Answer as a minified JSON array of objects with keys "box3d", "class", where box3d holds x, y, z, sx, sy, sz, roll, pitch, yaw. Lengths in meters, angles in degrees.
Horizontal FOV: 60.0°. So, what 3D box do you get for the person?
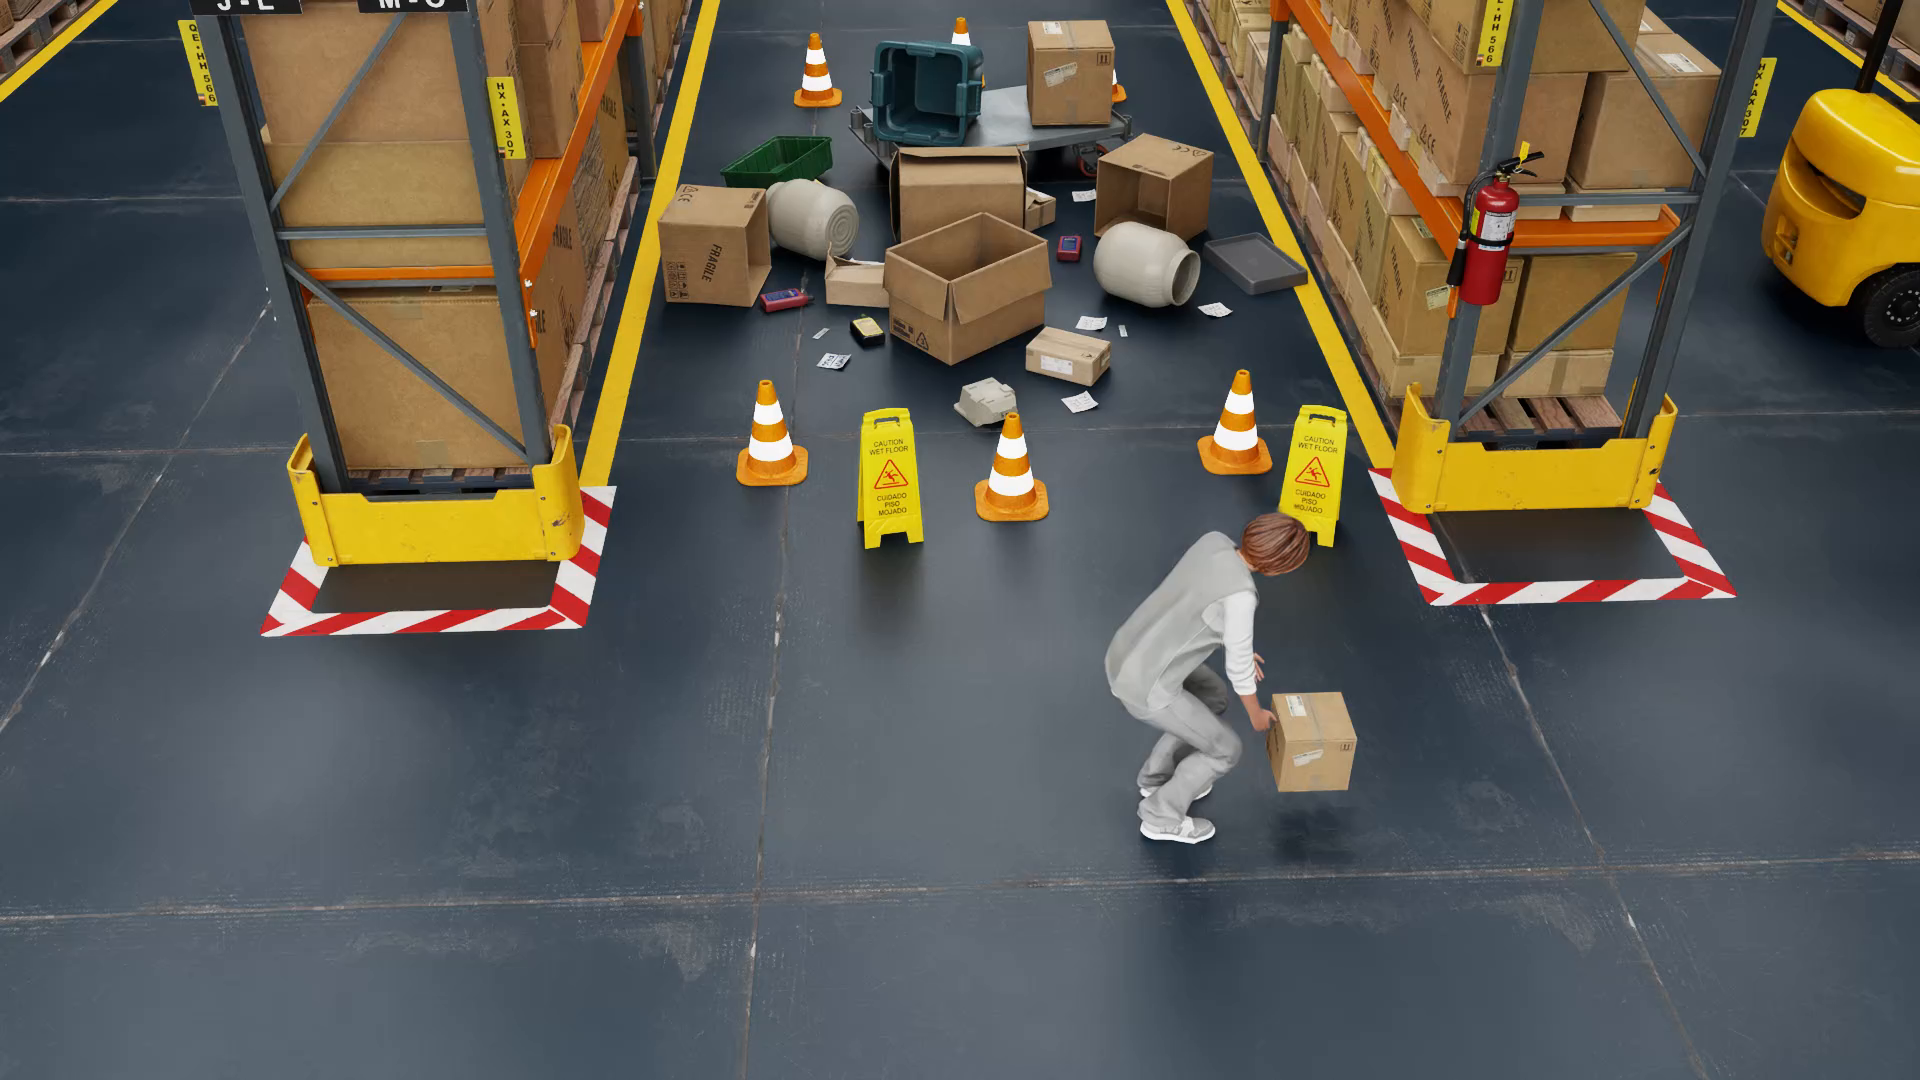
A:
[{"box3d":[0.824,0.465,5.783,0.656,1.284,0.463,-1,36,-2],"class":"person"}]
